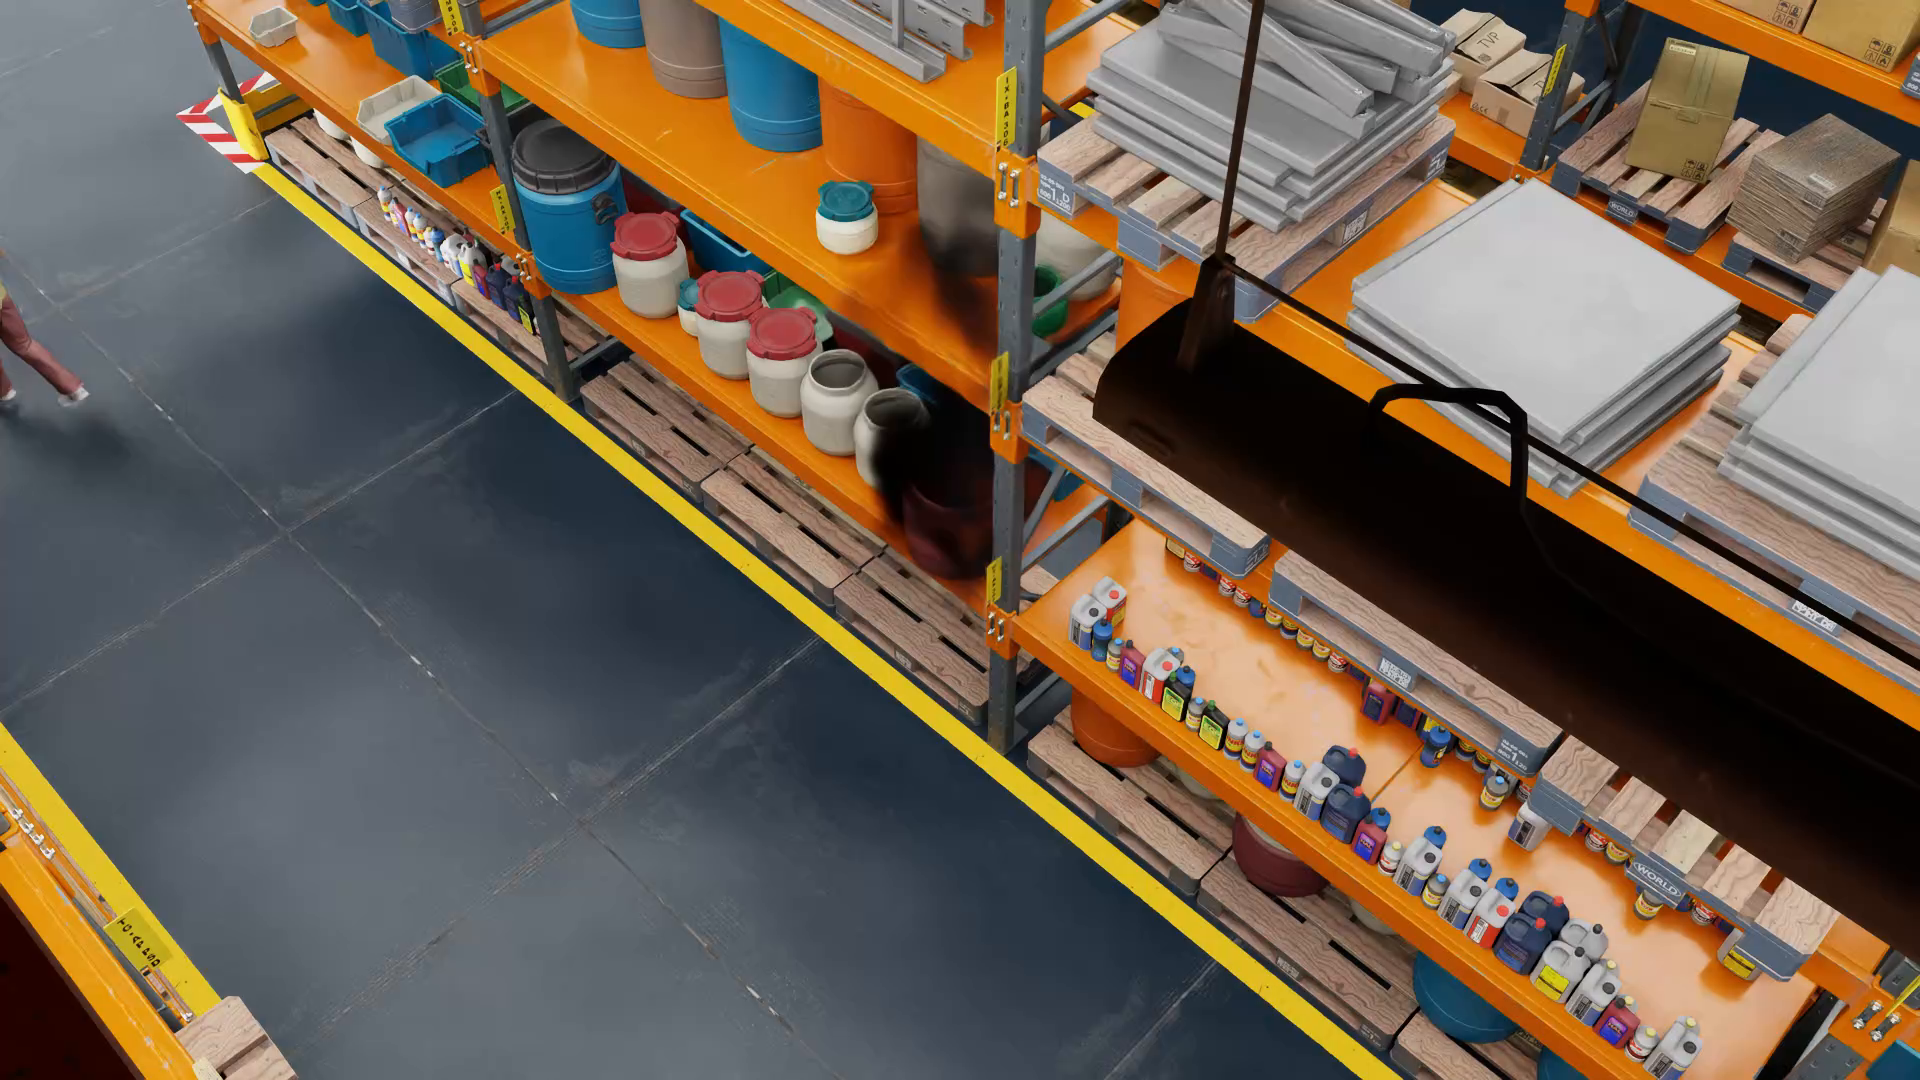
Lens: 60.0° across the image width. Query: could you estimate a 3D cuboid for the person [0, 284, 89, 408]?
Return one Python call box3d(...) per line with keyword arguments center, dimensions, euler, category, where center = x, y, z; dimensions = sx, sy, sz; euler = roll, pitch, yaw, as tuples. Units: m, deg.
box3d(center=(-6.150, -1.450, 10.482), dimensions=(0.884, 1.685, 0.569), euler=(15, 52, 12), category="person")
